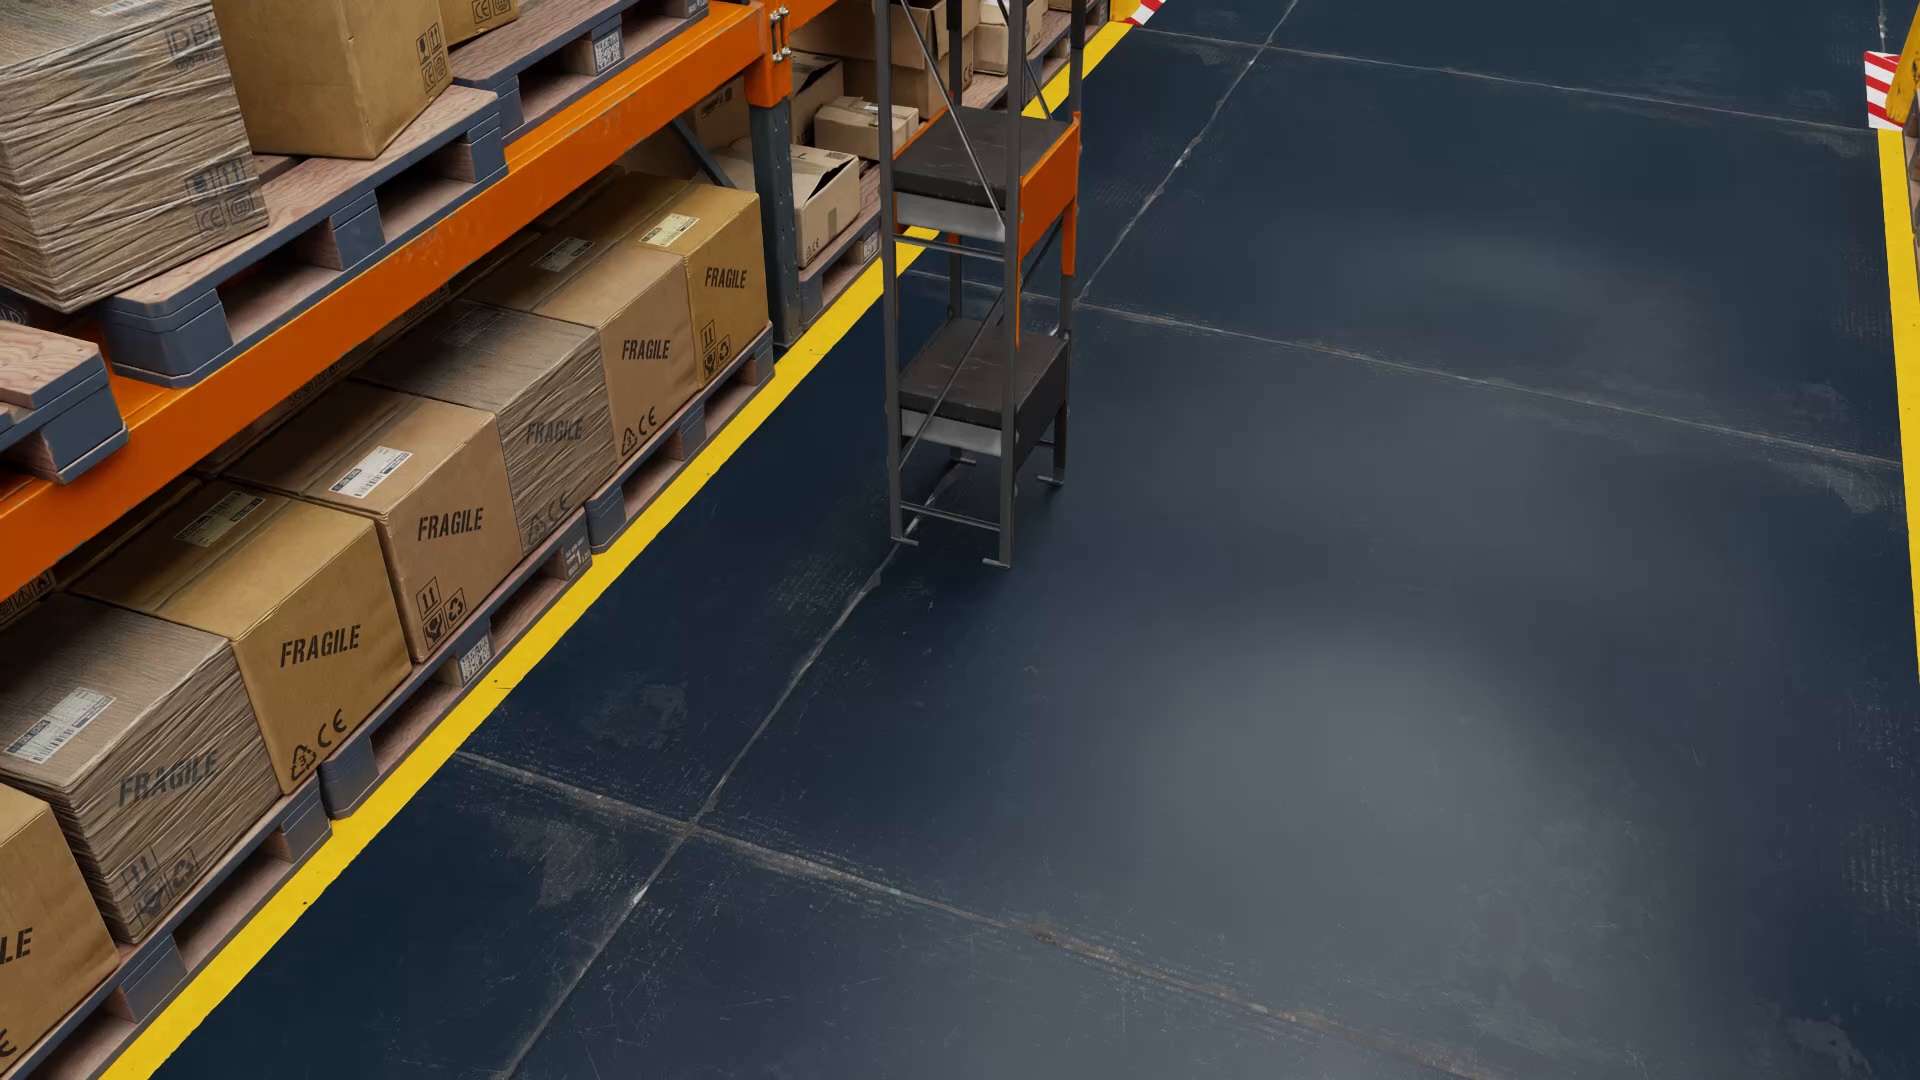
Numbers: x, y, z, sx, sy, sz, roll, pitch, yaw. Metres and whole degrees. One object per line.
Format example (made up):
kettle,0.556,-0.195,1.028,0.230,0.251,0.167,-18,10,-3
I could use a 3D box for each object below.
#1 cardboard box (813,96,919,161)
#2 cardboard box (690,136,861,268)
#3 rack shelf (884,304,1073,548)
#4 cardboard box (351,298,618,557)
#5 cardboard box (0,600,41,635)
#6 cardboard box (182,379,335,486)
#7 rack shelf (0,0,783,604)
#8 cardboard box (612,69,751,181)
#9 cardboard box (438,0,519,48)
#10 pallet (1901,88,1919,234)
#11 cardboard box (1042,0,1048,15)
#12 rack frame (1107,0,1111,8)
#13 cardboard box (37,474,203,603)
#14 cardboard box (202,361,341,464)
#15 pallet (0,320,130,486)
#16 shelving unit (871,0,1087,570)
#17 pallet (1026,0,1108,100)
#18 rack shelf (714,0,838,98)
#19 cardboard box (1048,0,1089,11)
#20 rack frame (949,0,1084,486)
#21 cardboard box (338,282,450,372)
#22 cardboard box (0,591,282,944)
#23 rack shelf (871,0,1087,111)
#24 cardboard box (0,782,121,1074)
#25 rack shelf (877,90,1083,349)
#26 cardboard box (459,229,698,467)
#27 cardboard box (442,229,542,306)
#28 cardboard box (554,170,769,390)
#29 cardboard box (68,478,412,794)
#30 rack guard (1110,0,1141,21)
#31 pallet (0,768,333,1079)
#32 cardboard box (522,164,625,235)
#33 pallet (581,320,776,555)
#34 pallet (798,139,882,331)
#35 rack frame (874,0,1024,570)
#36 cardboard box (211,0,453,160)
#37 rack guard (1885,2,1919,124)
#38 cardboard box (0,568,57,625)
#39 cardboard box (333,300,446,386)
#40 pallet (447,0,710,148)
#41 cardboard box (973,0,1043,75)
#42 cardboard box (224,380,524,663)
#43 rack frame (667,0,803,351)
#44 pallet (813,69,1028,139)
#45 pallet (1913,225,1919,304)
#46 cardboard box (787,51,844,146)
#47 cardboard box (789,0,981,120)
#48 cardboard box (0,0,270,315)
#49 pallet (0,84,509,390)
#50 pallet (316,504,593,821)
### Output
cardboard box,-0.399,-1.760,7.098,0.380,0.166,0.250,14,39,18
cardboard box,-0.719,-1.337,6.411,0.500,0.311,0.500,14,39,18
rack shelf,0.063,-0.361,5.171,0.431,0.518,0.480,14,39,18
cardboard box,-1.388,-0.342,4.922,0.500,0.500,0.500,14,39,18
cardboard box,-2.462,0.414,3.911,0.500,0.500,0.500,15,39,20
cardboard box,-2.070,-0.164,4.685,0.500,0.500,0.500,12,39,16
rack shelf,-1.839,-0.659,4.227,1.077,0.370,4.000,14,39,18
cardboard box,-1.124,-1.609,6.618,0.500,0.500,0.500,14,39,18
cardboard box,-1.668,-1.656,4.526,0.700,0.500,0.500,20,41,25
pallet,4.673,-1.574,7.179,1.003,0.211,1.213,14,39,18
cardboard box,0.227,-2.749,8.422,0.380,0.166,0.250,14,39,18
rack frame,0.444,-4.269,8.456,1.000,3.000,0.127,14,39,18
cardboard box,-2.264,0.128,4.294,0.500,0.500,0.500,12,39,16
cardboard box,-2.059,-0.486,4.489,0.500,0.250,0.500,13,39,17
pallet,-2.407,-0.154,3.111,1.213,0.211,1.003,14,39,18
shelving unit,0.063,-0.933,4.744,0.431,2.100,0.503,14,39,18
pallet,0.112,-2.668,8.644,1.003,0.211,1.213,14,39,18
rack shelf,-0.317,-2.874,7.190,1.077,0.370,4.000,14,39,18
cardboard box,0.465,-3.087,8.595,0.500,0.500,0.500,14,39,18
rack frame,0.156,-1.068,4.925,0.400,2.100,0.015,14,39,18
cardboard box,-1.868,-0.764,4.860,0.500,0.250,0.500,14,39,18
cardboard box,-1.969,0.507,3.786,0.500,0.500,0.500,12,39,16
rack shelf,0.063,-1.482,4.333,0.431,0.518,0.480,14,39,18
cardboard box,-2.163,0.798,3.397,0.500,0.500,0.500,15,39,20
rack shelf,0.063,-0.922,4.752,0.431,0.518,0.480,14,39,18
cardboard box,-1.197,-0.619,5.293,0.500,0.500,0.500,14,39,18
cardboard box,-1.680,-0.719,5.427,0.500,0.500,0.500,14,39,18
cardboard box,-1.001,-0.891,5.657,0.500,0.500,0.500,14,39,17
cardboard box,-1.773,0.231,4.156,0.500,0.500,0.500,13,39,17
rack guard,0.415,-3.226,9.148,1.175,0.500,0.348,14,39,18
pallet,-2.281,0.872,3.906,1.003,0.211,1.213,14,39,18
cardboard box,-1.488,-1.017,5.826,0.500,0.500,0.500,12,38,16
pallet,-1.353,-0.478,5.714,1.003,0.211,1.213,14,39,18
pallet,-0.816,-1.317,6.836,1.003,0.211,1.213,14,39,18
rack frame,-0.030,-0.798,4.563,0.400,2.100,0.015,14,39,18
cardboard box,-1.693,-1.270,4.010,0.700,0.500,0.500,5,37,6
rack guard,5.020,-2.154,7.714,1.175,0.500,0.348,14,39,18
cardboard box,-2.444,0.082,3.730,0.500,0.250,0.500,15,39,19
cardboard box,-1.877,-0.444,5.059,0.500,0.500,0.500,14,39,18
pallet,-1.483,-1.560,4.992,1.003,0.211,1.213,14,39,18
cardboard box,0.075,-2.468,7.975,0.500,0.250,0.500,14,39,18
cardboard box,-1.580,-0.059,4.544,0.500,0.500,0.500,13,39,16
rack frame,-1.078,-2.054,5.493,1.000,3.000,0.127,14,39,18
pallet,-0.353,-1.995,7.743,1.003,0.211,1.213,14,39,18
pallet,4.208,-0.901,6.279,1.003,0.211,1.213,14,39,18
cardboard box,-0.838,-1.949,7.230,0.500,0.311,0.500,14,39,18
cardboard box,-0.368,-2.272,7.502,0.797,0.503,0.637,14,39,18
cardboard box,-1.940,-0.885,3.495,0.700,0.500,0.500,21,42,26
pallet,-1.865,-0.841,4.029,1.003,0.211,1.213,14,39,18
pallet,-1.816,0.199,4.807,1.003,0.211,1.213,14,39,18
